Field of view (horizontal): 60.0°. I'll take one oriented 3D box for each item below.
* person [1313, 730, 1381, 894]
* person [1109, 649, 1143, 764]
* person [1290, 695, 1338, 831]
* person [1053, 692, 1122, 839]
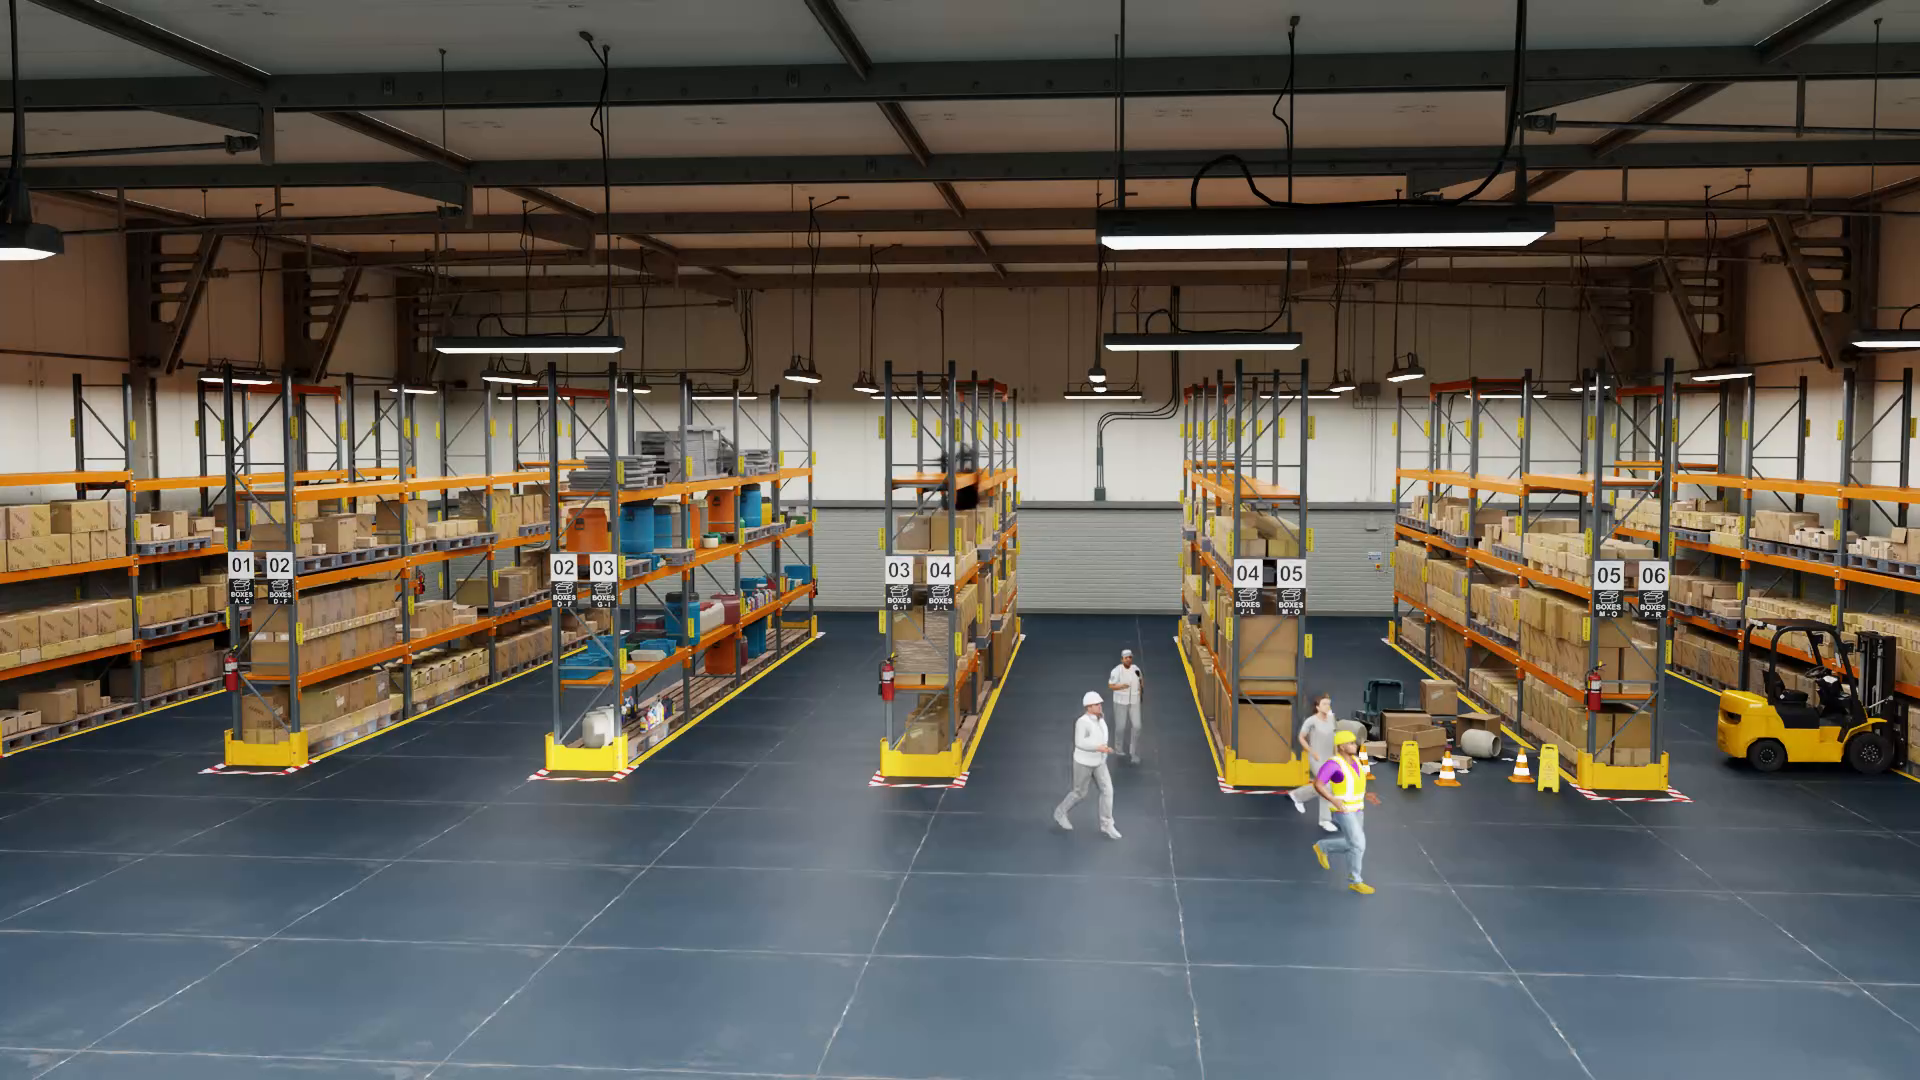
[{"bbox_3d":[4.185,2.948,18.197,0.796,1.747,0.700,3,5,42],"label":"person"},{"bbox_3d":[2.533,2.518,25.223,0.585,1.723,0.708,0,4,-7],"label":"person"},{"bbox_3d":[4.531,2.789,21.099,0.582,1.673,0.809,-2,4,-33],"label":"person"},{"bbox_3d":[1.583,2.764,20.576,0.909,1.804,0.628,3,5,41],"label":"person"}]
